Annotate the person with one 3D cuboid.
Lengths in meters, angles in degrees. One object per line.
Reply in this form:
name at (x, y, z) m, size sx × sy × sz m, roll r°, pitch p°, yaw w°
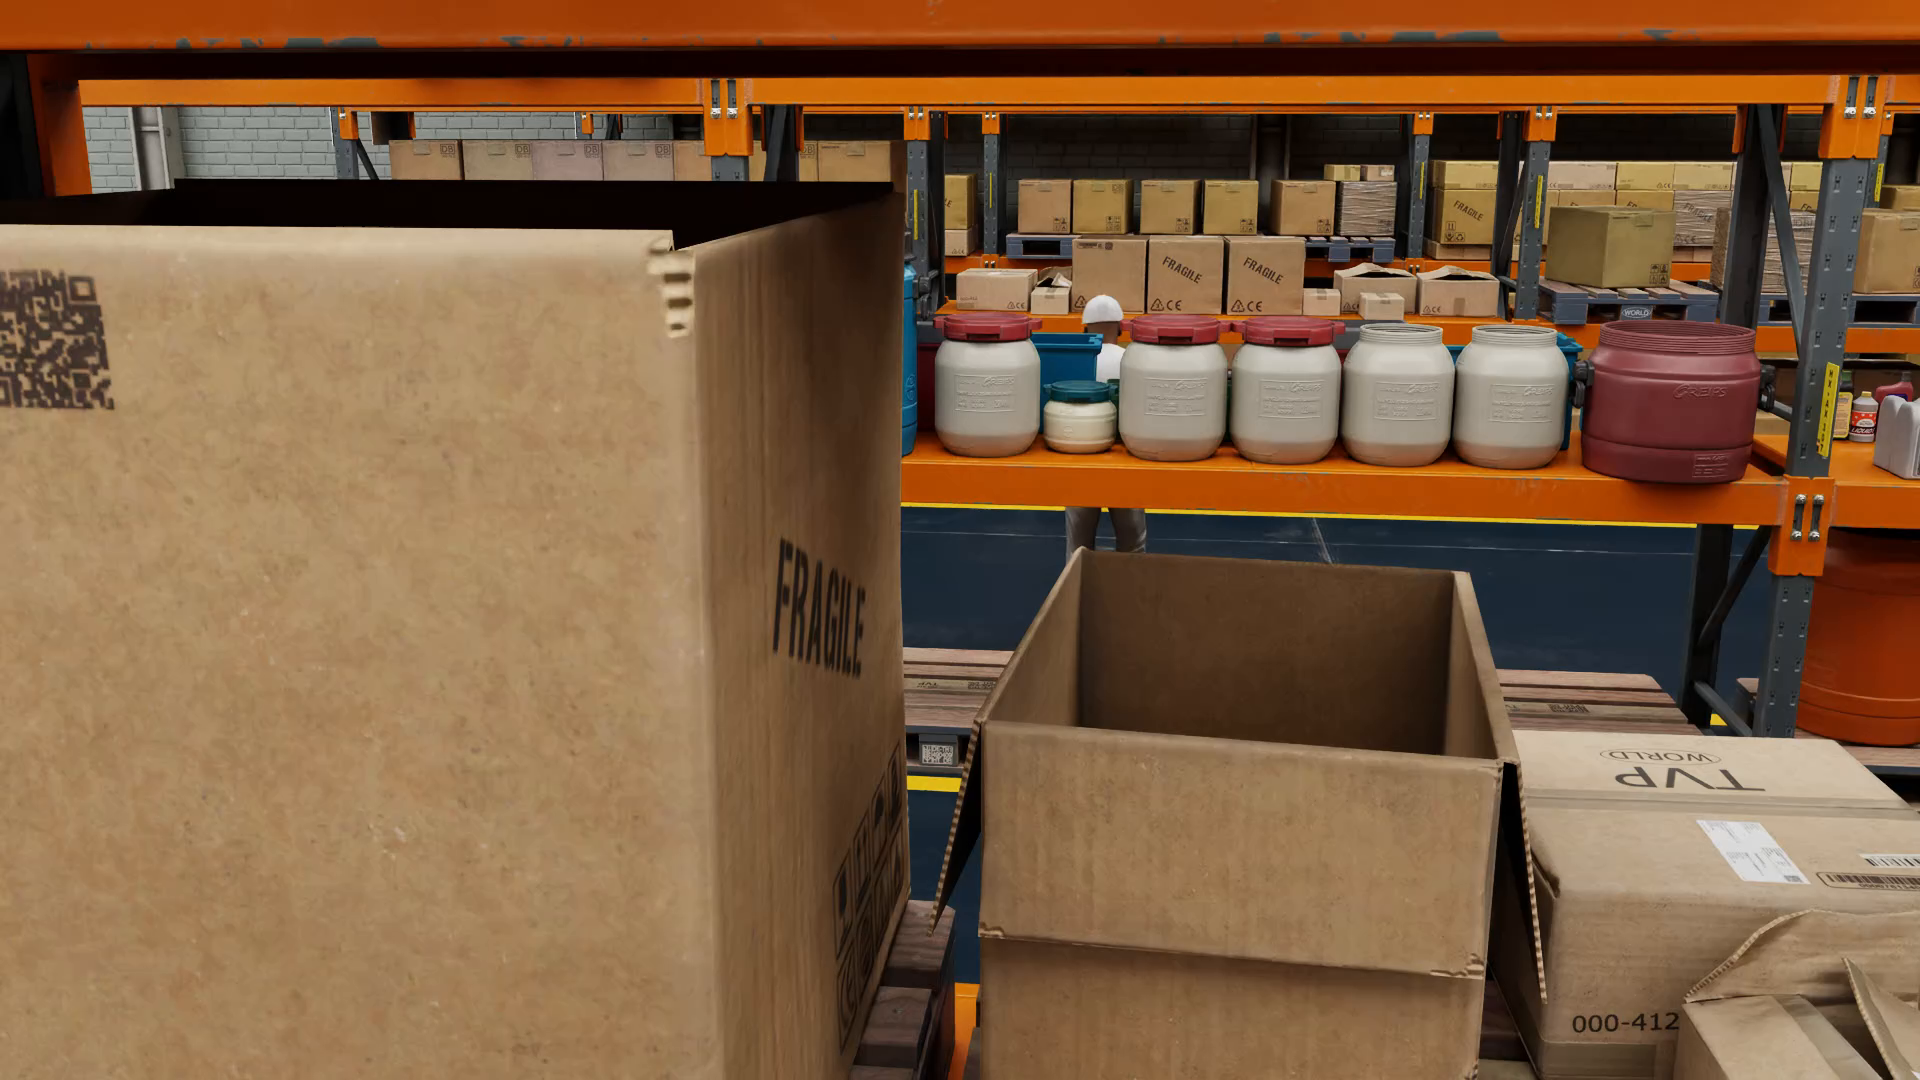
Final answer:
person at (0.719, -0.332, 8.281) m, size 0.635 × 1.760 × 0.462 m, roll 1°, pitch 14°, yaw 5°
